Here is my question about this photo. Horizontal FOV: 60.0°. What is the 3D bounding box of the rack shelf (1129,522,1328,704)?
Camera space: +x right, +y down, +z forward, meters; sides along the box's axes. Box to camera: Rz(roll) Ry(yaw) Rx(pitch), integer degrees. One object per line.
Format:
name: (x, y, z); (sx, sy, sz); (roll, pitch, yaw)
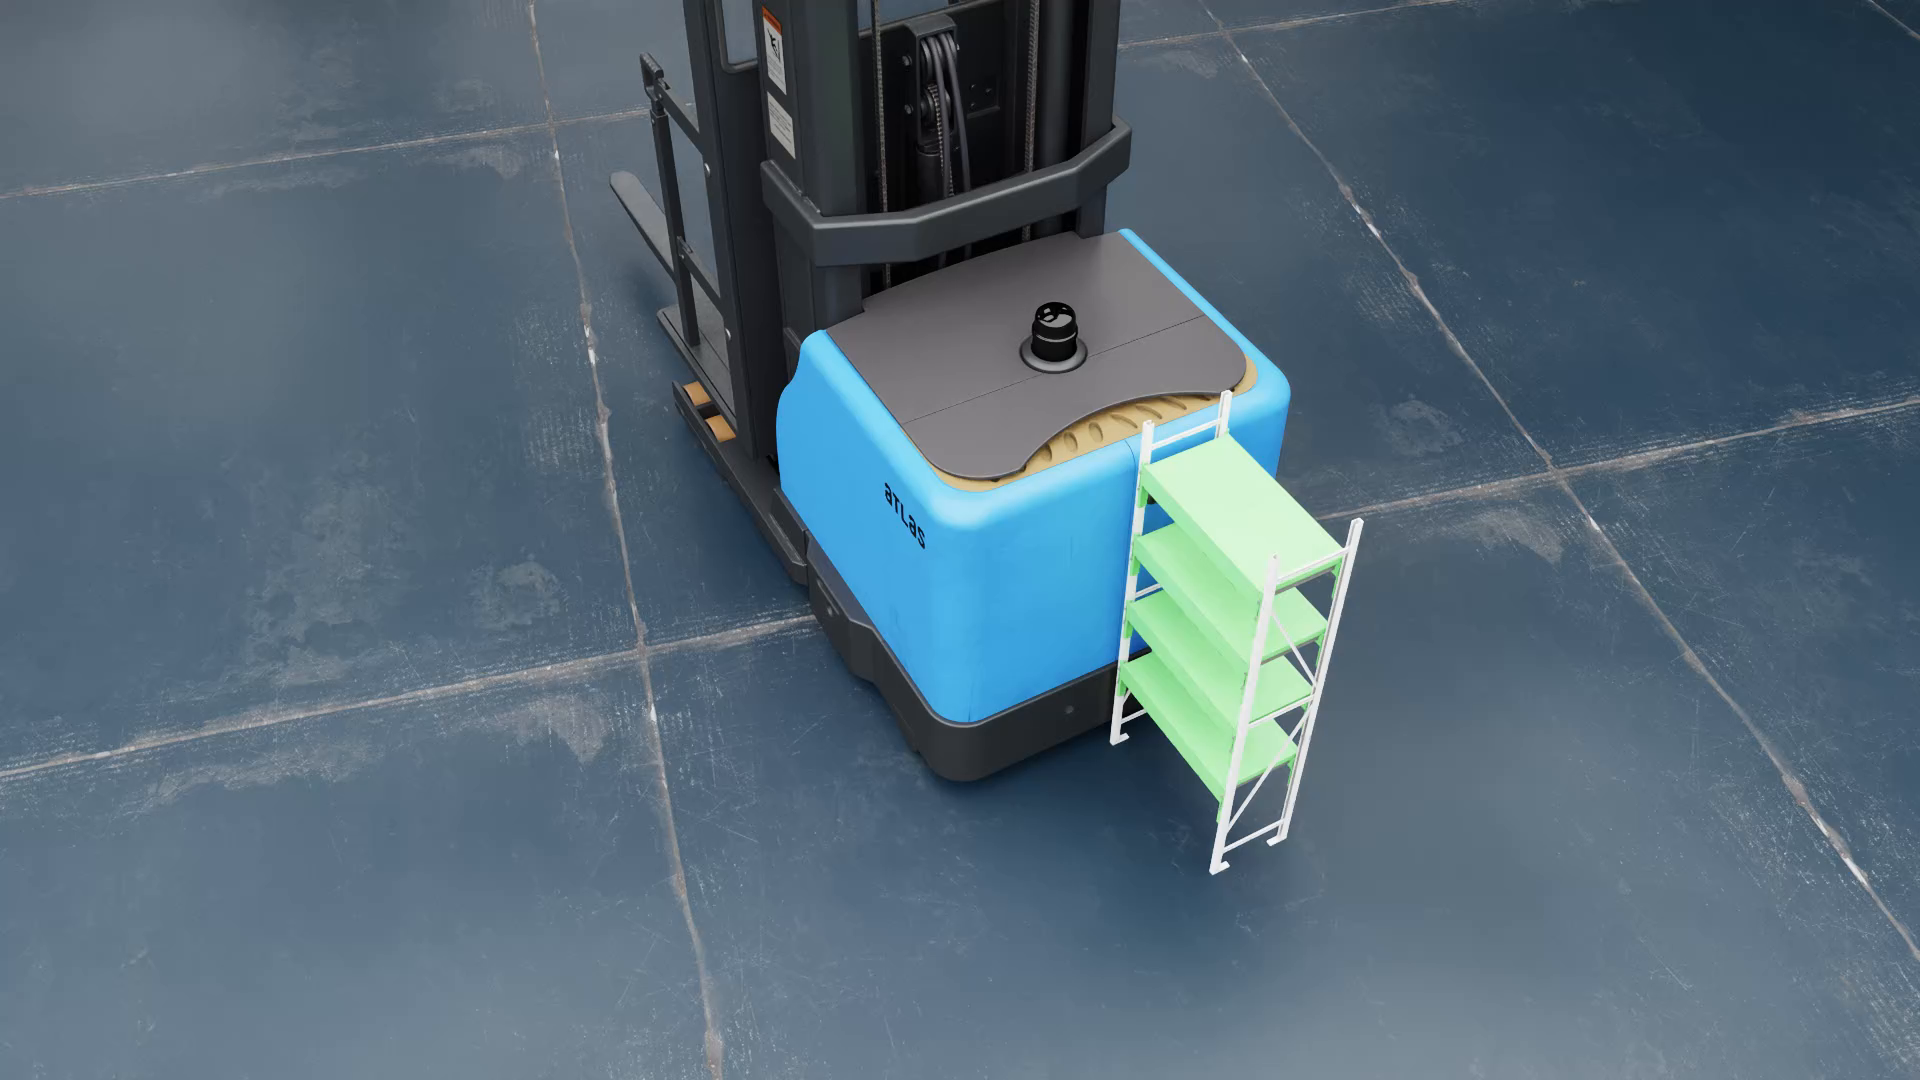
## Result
rack shelf: (0.649, 0.142, 4.024); (0.258, 0.148, 0.480); (-22, 49, -20)

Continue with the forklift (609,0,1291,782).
forklift: (-0.304, -1.420, 4.590); (1.130, 2.935, 3.031); (-21, 49, -20)

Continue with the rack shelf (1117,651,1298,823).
rack shelf: (0.649, 0.478, 4.367); (0.258, 0.148, 0.480); (-22, 49, -20)

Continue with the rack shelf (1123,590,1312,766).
rack shelf: (0.649, 0.310, 4.196); (0.258, 0.148, 0.480); (-22, 49, -20)

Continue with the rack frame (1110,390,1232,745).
rack frame: (0.531, 0.112, 4.300); (0.240, 1.200, 0.015); (-22, 49, -20)

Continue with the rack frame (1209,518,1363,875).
rack frame: (0.767, 0.418, 4.001); (0.240, 1.200, 0.015); (-22, 49, -20)

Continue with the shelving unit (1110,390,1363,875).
shelving unit: (0.649, 0.265, 4.150); (0.258, 1.200, 0.503); (-22, 49, -20)

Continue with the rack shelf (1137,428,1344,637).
rack shelf: (0.649, -0.026, 3.853); (0.258, 0.148, 0.480); (-22, 49, -20)
